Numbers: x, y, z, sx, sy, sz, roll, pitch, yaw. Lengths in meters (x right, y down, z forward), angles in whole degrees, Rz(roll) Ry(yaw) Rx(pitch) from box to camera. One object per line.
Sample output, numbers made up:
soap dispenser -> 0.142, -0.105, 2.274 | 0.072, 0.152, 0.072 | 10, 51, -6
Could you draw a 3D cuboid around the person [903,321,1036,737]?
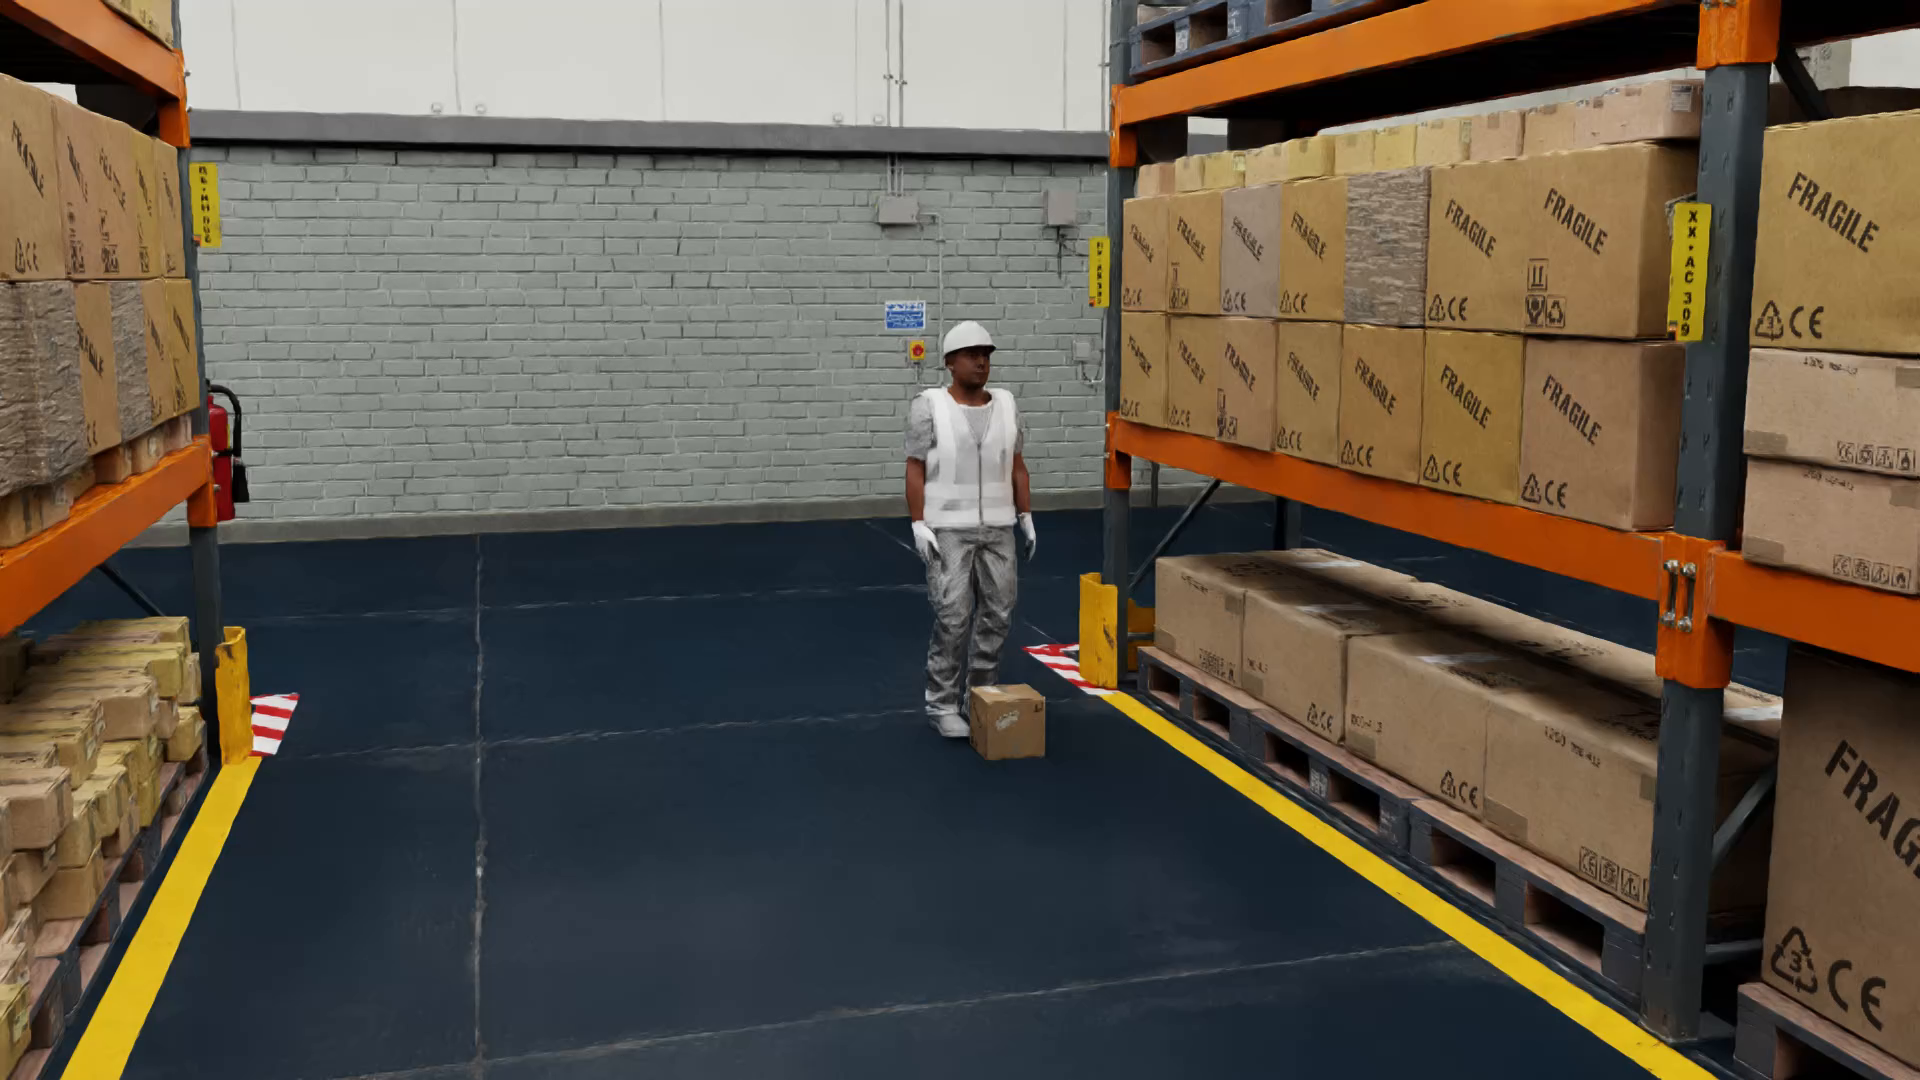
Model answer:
person -> 0.051, -0.018, 7.185 | 0.571, 1.841, 0.418 | -4, 10, -22
